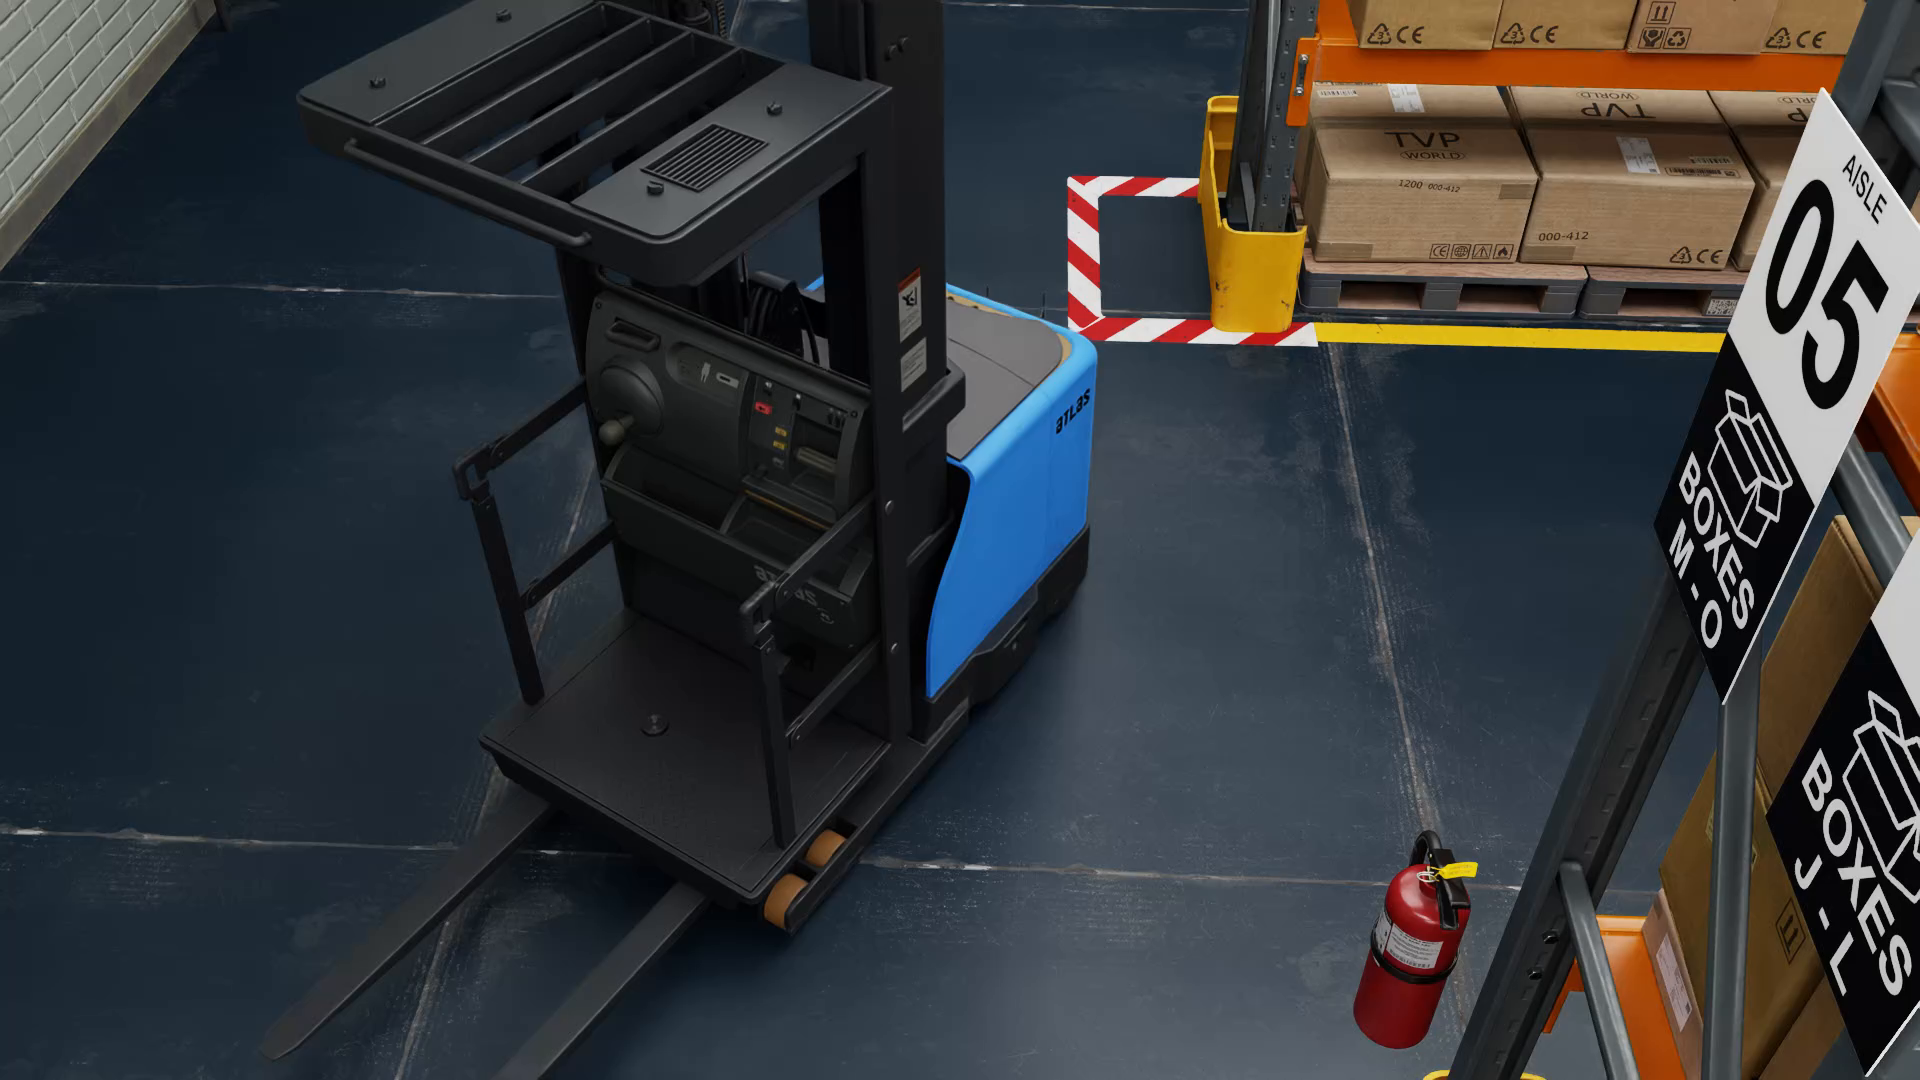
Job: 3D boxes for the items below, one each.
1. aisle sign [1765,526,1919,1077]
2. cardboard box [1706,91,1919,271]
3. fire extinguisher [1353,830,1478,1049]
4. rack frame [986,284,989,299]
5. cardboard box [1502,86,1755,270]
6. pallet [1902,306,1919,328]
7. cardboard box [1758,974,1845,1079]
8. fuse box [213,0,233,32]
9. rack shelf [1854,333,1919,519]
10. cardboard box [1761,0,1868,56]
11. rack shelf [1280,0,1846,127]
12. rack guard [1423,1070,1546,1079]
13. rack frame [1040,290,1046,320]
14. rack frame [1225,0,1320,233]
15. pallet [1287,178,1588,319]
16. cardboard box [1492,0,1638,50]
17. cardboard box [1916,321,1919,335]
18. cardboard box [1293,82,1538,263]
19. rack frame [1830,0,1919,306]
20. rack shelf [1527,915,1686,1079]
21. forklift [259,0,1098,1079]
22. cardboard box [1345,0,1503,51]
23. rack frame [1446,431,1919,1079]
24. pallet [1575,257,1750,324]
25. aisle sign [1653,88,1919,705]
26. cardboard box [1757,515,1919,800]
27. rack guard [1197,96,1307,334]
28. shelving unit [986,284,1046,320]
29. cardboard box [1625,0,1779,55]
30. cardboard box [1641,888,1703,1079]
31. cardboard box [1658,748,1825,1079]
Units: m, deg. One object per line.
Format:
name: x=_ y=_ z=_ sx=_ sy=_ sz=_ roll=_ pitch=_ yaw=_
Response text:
aisle sign: x=1.110 y=0.230 z=1.896 sx=0.004 sy=0.787 sz=0.394 roll=2 pitch=43 yaw=2
cardboard box: x=3.798 y=-1.608 z=7.347 sx=0.875 sy=0.438 sz=0.875 roll=1 pitch=43 yaw=1
fire extinguisher: x=0.966 y=0.822 z=3.498 sx=0.183 sy=0.674 sz=0.296 roll=2 pitch=43 yaw=2
rack frame: x=0.077 y=-0.500 z=6.127 sx=0.006 sy=0.900 sz=0.240 roll=8 pitch=44 yaw=9
cardboard box: x=2.897 y=-1.636 z=7.378 sx=0.875 sy=0.438 sz=0.875 roll=3 pitch=43 yaw=3
pallet: x=4.558 y=-1.328 z=7.521 sx=1.213 sy=0.211 sz=1.003 roll=2 pitch=43 yaw=2
cardboard box: x=1.633 y=1.035 z=2.646 sx=0.500 sy=0.500 sz=0.500 roll=4 pitch=43 yaw=4
fuse box: x=-4.075 y=-3.507 z=8.759 sx=0.414 sy=1.711 sz=0.539 roll=2 pitch=43 yaw=2
rack shelf: x=3.195 y=0.206 z=2.155 sx=4.000 sy=0.370 sz=1.077 roll=2 pitch=43 yaw=2
cardboard box: x=3.300 y=-2.193 z=6.330 sx=0.500 sy=0.500 sz=0.500 roll=3 pitch=43 yaw=3
rack shelf: x=3.317 y=-2.070 z=6.799 sx=4.000 sy=0.370 sz=1.077 roll=2 pitch=43 yaw=2
rack guard: x=1.273 y=1.896 z=3.848 sx=0.348 sy=0.500 sz=1.175 roll=2 pitch=43 yaw=2
rack frame: x=0.276 y=-0.472 z=6.097 sx=0.006 sy=0.900 sz=0.240 roll=8 pitch=44 yaw=9
rack frame: x=1.319 y=-2.395 z=6.620 sx=0.127 sy=3.000 sz=1.000 roll=2 pitch=43 yaw=2
pallet: x=2.121 y=-1.403 z=7.602 sx=1.213 sy=0.211 sz=1.003 roll=2 pitch=43 yaw=2
cardboard box: x=2.292 y=-2.225 z=6.364 sx=0.500 sy=0.500 sz=0.500 roll=1 pitch=43 yaw=1
cardboard box: x=1.663 y=-0.230 z=2.206 sx=0.500 sy=0.250 sz=0.500 roll=1 pitch=43 yaw=1
cardboard box: x=1.982 y=-1.659 z=7.402 sx=0.875 sy=0.438 sz=0.875 roll=0 pitch=43 yaw=0
rack frame: x=1.197 y=-1.216 z=0.954 sx=0.127 sy=3.000 sz=1.000 roll=2 pitch=43 yaw=2
rack shelf: x=3.195 y=1.304 z=3.178 sx=4.000 sy=0.370 sz=1.077 roll=2 pitch=43 yaw=2
forklift: x=-0.770 y=-0.278 z=4.398 sx=1.130 sy=2.935 sz=3.031 roll=24 pitch=48 yaw=24
cardboard box: x=1.785 y=-2.221 z=6.360 sx=0.500 sy=0.500 sz=0.500 roll=1 pitch=43 yaw=2
rack frame: x=1.197 y=0.979 z=2.999 sx=0.127 sy=3.000 sz=1.000 roll=2 pitch=43 yaw=2
pallet: x=3.336 y=-1.364 z=7.559 sx=1.213 sy=0.211 sz=1.003 roll=2 pitch=43 yaw=2
aisle sign: x=1.137 y=-0.179 z=2.334 sx=0.004 sy=0.787 sz=0.394 roll=2 pitch=43 yaw=2
cardboard box: x=1.665 y=0.312 z=2.689 sx=0.500 sy=0.500 sz=0.500 roll=1 pitch=43 yaw=1
rack guard: x=1.295 y=-1.481 z=7.473 sx=0.348 sy=0.500 sz=1.175 roll=2 pitch=43 yaw=2
shelving unit: x=0.176 y=-0.486 z=6.112 sx=0.210 sy=0.900 sz=0.258 roll=8 pitch=44 yaw=9
cardboard box: x=2.799 y=-2.197 z=6.334 sx=0.500 sy=0.500 sz=0.500 roll=2 pitch=43 yaw=2
cardboard box: x=1.535 y=0.888 z=3.280 sx=0.250 sy=0.149 sz=0.380 roll=2 pitch=43 yaw=2
cardboard box: x=1.657 y=0.672 z=3.036 sx=0.500 sy=0.500 sz=0.500 roll=3 pitch=43 yaw=3
